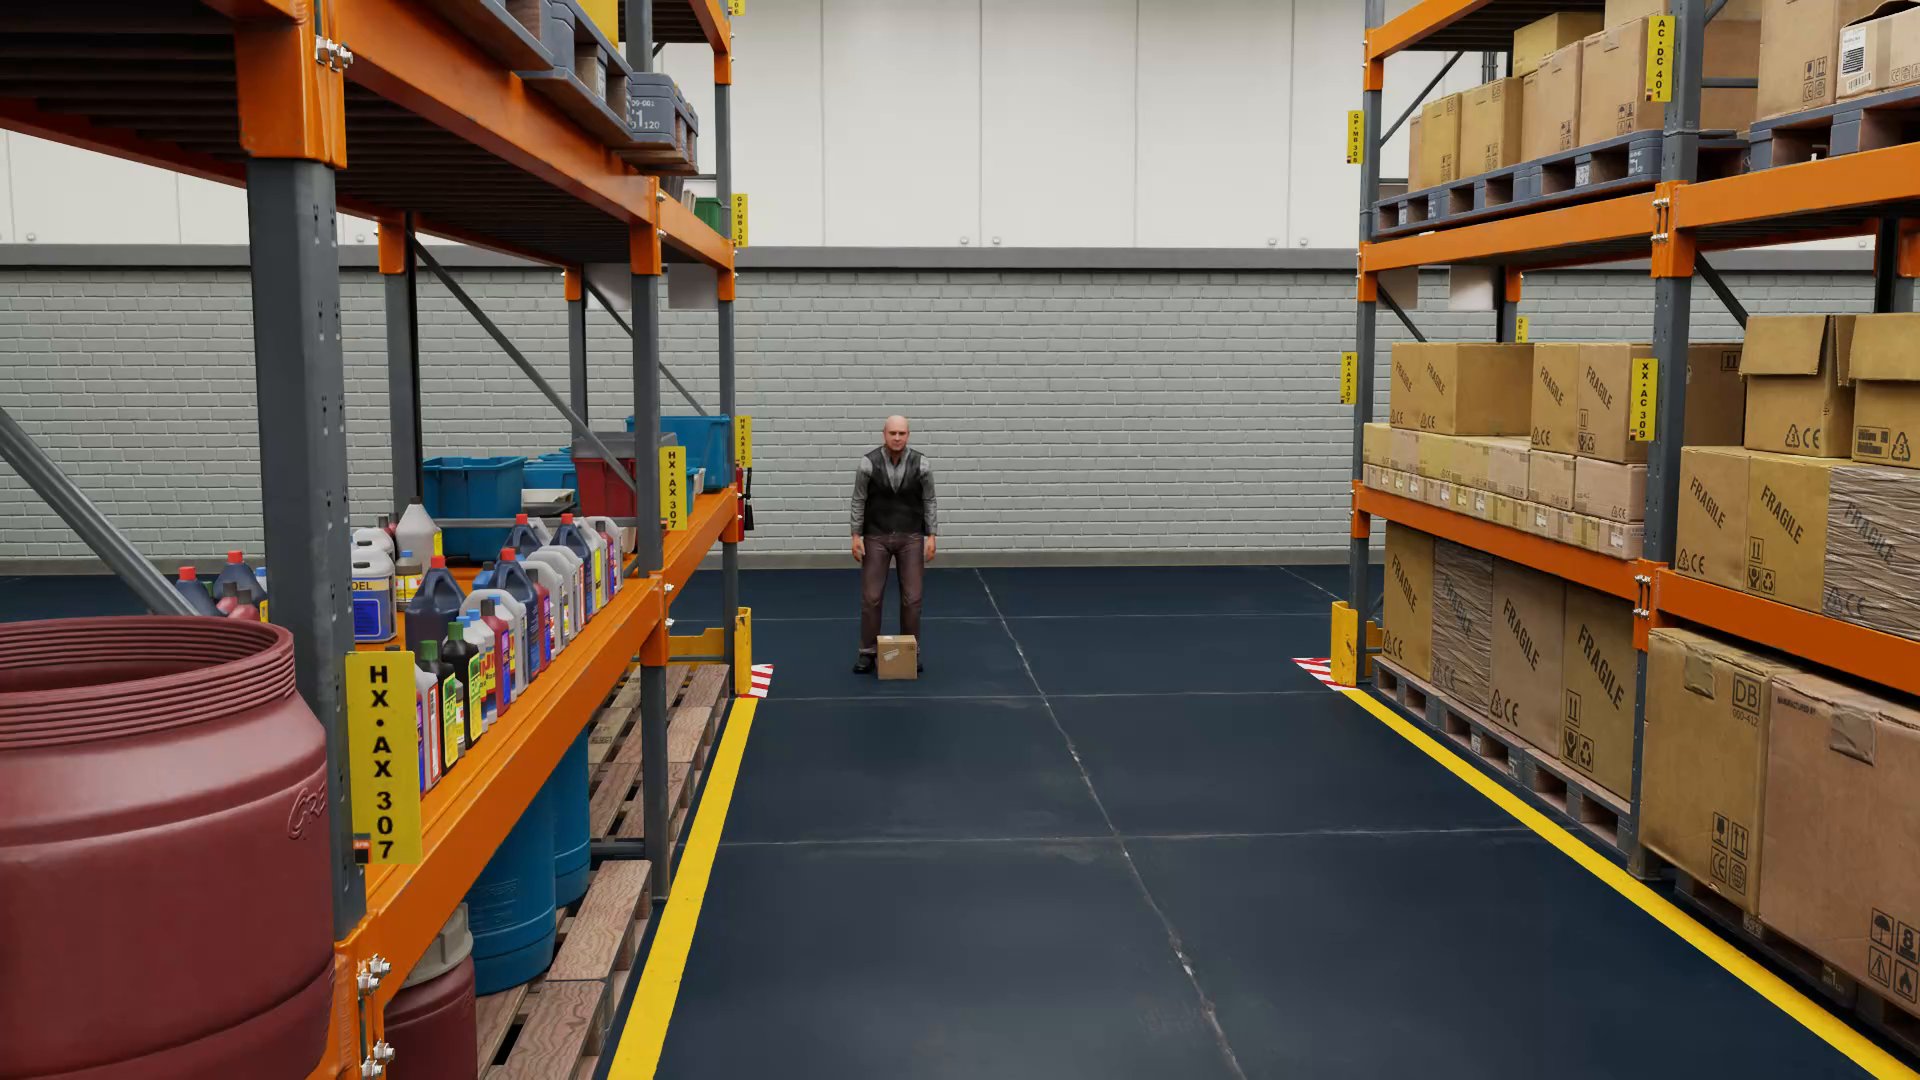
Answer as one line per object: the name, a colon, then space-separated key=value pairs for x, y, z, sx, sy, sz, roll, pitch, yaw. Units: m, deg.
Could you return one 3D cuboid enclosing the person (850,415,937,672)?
person: x=-0.445 y=0.015 z=11.218 sx=0.586 sy=1.721 sz=0.412 roll=-1 pitch=7 yaw=-5
